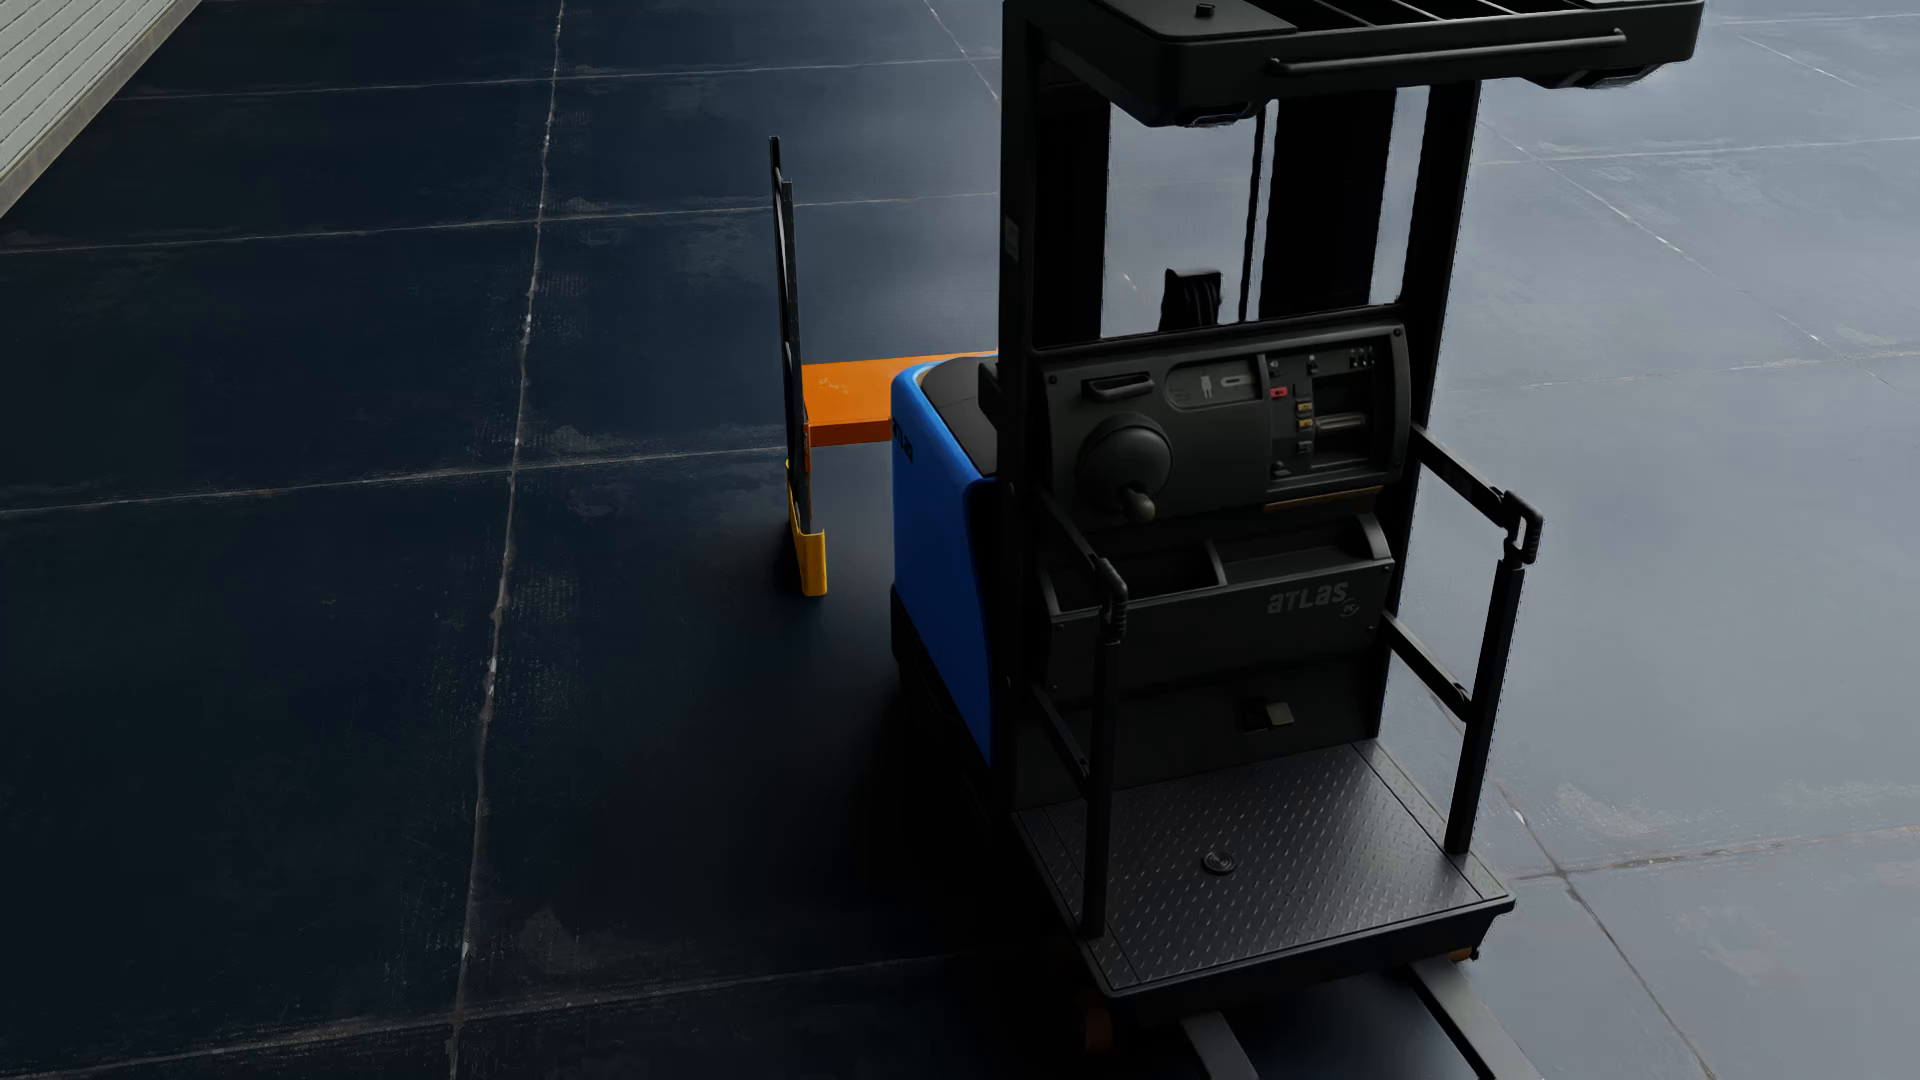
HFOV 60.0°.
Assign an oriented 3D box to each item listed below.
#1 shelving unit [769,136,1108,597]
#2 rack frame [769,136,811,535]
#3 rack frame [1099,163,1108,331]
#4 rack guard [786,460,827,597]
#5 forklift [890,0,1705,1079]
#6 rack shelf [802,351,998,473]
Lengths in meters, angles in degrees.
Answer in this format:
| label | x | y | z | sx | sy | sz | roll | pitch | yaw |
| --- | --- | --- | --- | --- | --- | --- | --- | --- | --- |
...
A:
| label | x | y | z | sx | sy | sz | roll | pitch | yaw |
| --- | --- | --- | --- | --- | --- | --- | --- | --- | --- |
| shelving unit | -0.075 | -0.640 | 5.858 | 1.083 | 1.500 | 0.587 | -5 | 31 | -9 |
| rack frame | -0.584 | -0.592 | 5.778 | 0.032 | 1.500 | 0.500 | -5 | 31 | -9 |
| rack frame | 0.416 | -0.685 | 5.936 | 0.032 | 1.500 | 0.500 | -5 | 31 | -9 |
| rack guard | -0.565 | -0.055 | 6.097 | 0.087 | 0.250 | 0.587 | -5 | 31 | -9 |
| forklift | 0.706 | -0.227 | 3.744 | 1.130 | 2.935 | 3.031 | -9 | 32 | -15 |
| rack shelf | -0.084 | -0.484 | 5.948 | 1.000 | 0.185 | 0.538 | -5 | 31 | -9 |
